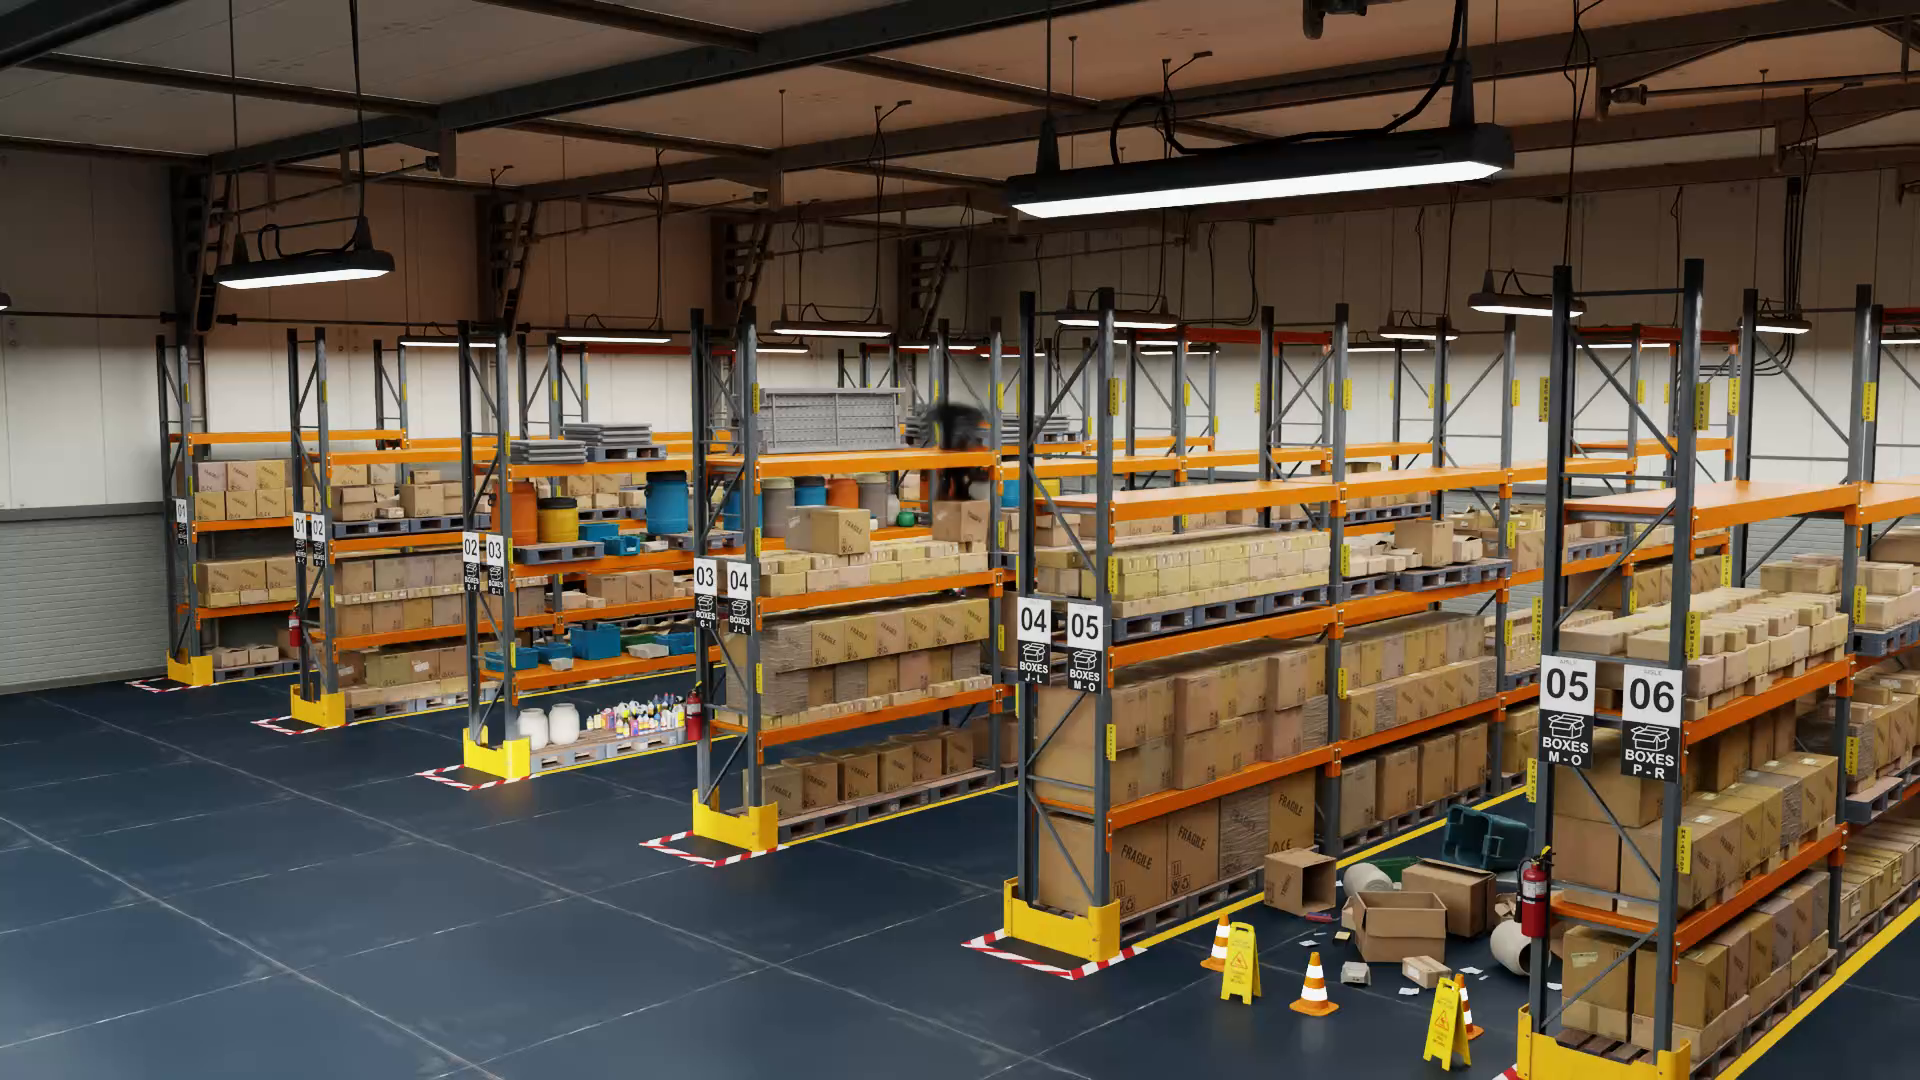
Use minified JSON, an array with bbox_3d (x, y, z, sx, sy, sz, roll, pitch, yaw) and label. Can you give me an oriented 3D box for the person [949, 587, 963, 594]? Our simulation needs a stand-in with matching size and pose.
[{"bbox_3d":[0.034,1.400,31.111,0.799,1.751,0.649,-5,8,-45],"label":"person"}]
